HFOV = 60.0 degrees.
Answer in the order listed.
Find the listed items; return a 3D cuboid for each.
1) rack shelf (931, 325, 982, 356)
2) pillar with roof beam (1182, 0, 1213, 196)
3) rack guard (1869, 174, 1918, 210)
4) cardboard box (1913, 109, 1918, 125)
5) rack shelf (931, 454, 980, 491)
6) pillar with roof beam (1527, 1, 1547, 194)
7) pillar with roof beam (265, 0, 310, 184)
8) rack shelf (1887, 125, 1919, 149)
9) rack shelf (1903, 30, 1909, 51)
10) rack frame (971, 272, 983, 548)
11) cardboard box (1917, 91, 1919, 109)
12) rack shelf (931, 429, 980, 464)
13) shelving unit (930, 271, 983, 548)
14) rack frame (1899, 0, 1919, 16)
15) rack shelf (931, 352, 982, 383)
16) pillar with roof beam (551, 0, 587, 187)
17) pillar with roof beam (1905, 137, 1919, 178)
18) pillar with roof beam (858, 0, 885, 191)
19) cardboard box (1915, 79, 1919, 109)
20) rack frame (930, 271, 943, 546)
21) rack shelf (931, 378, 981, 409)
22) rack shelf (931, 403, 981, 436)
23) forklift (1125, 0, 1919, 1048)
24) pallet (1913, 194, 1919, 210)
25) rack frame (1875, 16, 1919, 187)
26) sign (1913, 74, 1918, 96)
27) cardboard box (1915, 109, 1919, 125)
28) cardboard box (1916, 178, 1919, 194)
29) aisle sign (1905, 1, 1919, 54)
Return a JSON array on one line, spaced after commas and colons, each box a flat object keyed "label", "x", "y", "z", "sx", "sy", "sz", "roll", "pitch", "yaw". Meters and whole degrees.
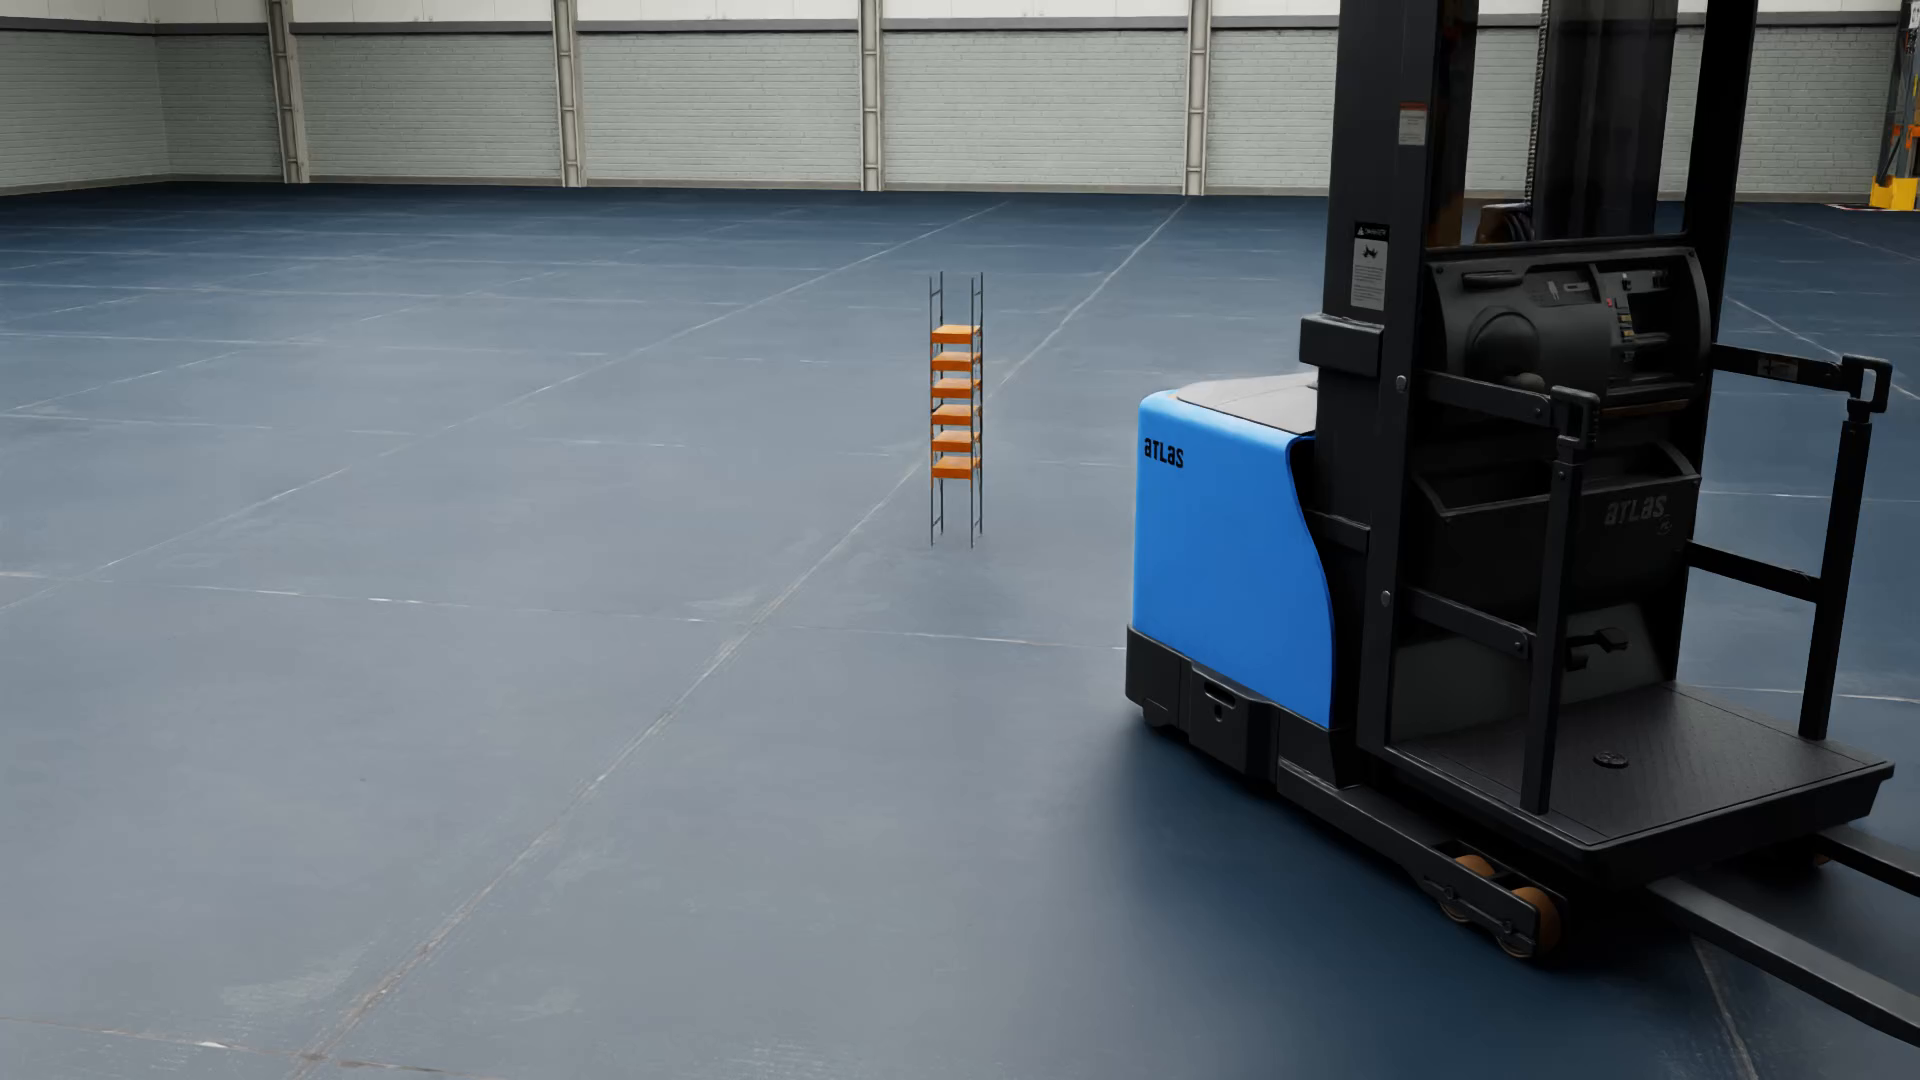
[{"label": "rack shelf", "x": -0.014, "y": -0.883, "z": 7.321, "sx": 0.180, "sy": 0.103, "sz": 0.258, "roll": 3, "pitch": 16, "yaw": 11}, {"label": "pillar with roof beam", "x": 3.382, "y": -9.475, "z": 24.912, "sx": 0.400, "sy": 9.000, "sz": 9.100, "roll": 3, "pitch": 16, "yaw": 11}, {"label": "rack guard", "x": 15.215, "y": -5.674, "z": 27.110, "sx": 0.348, "sy": 0.500, "sz": 1.175, "roll": 3, "pitch": 16, "yaw": 11}, {"label": "cardboard box", "x": 15.637, "y": -6.846, "z": 26.902, "sx": 0.500, "sy": 0.250, "sz": 0.500, "roll": 3, "pitch": 16, "yaw": 12}, {"label": "rack shelf", "x": -0.014, "y": -0.305, "z": 7.482, "sx": 0.180, "sy": 0.103, "sz": 0.258, "roll": 3, "pitch": 16, "yaw": 11}, {"label": "pillar with roof beam", "x": 9.261, "y": -9.156, "z": 23.760, "sx": 0.400, "sy": 9.000, "sz": 9.100, "roll": 3, "pitch": 16, "yaw": 11}, {"label": "pillar with roof beam", "x": -14.257, "y": -10.433, "z": 28.369, "sx": 0.400, "sy": 9.000, "sz": 9.100, "roll": 3, "pitch": 16, "yaw": 11}, {"label": "rack shelf", "x": 17.100, "y": -6.430, "z": 26.503, "sx": 4.000, "sy": 0.370, "sz": 1.077, "roll": 3, "pitch": 16, "yaw": 11}, {"label": "rack shelf", "x": 17.100, "y": -7.875, "z": 26.103, "sx": 4.000, "sy": 0.370, "sz": 1.077, "roll": 3, "pitch": 16, "yaw": 11}, {"label": "rack frame", "x": 0.075, "y": -0.574, "z": 7.388, "sx": 0.006, "sy": 1.200, "sz": 0.240, "roll": 3, "pitch": 16, "yaw": 11}, {"label": "cardboard box", "x": 15.548, "y": -7.078, "z": 26.333, "sx": 0.500, "sy": 0.500, "sz": 0.500, "roll": 3, "pitch": 16, "yaw": 11}, {"label": "rack shelf", "x": -0.014, "y": -0.421, "z": 7.450, "sx": 0.180, "sy": 0.103, "sz": 0.258, "roll": 3, "pitch": 16, "yaw": 11}, {"label": "shelving unit", "x": -0.014, "y": -0.579, "z": 7.406, "sx": 0.189, "sy": 1.200, "sz": 0.258, "roll": 3, "pitch": 16, "yaw": 11}, {"label": "rack frame", "x": 15.140, "y": -9.774, "z": 25.991, "sx": 0.127, "sy": 3.000, "sz": 1.000, "roll": 3, "pitch": 16, "yaw": 11}, {"label": "rack shelf", "x": -0.014, "y": -0.767, "z": 7.353, "sx": 0.180, "sy": 0.103, "sz": 0.258, "roll": 3, "pitch": 16, "yaw": 11}, {"label": "pillar with roof beam", "x": -8.378, "y": -10.114, "z": 27.216, "sx": 0.400, "sy": 9.000, "sz": 9.100, "roll": 3, "pitch": 16, "yaw": 11}, {"label": "pillar with roof beam", "x": 15.141, "y": -8.837, "z": 22.607, "sx": 0.400, "sy": 9.000, "sz": 9.100, "roll": 3, "pitch": 16, "yaw": 11}, {"label": "pillar with roof beam", "x": -2.498, "y": -9.794, "z": 26.064, "sx": 0.400, "sy": 9.000, "sz": 9.100, "roll": 3, "pitch": 16, "yaw": 11}, {"label": "cardboard box", "x": 15.645, "y": -7.212, "z": 26.819, "sx": 0.500, "sy": 0.500, "sz": 0.500, "roll": 3, "pitch": 16, "yaw": 10}, {"label": "rack frame", "x": -0.104, "y": -0.584, "z": 7.423, "sx": 0.006, "sy": 1.200, "sz": 0.240, "roll": 3, "pitch": 16, "yaw": 11}, {"label": "rack shelf", "x": -0.014, "y": -0.652, "z": 7.385, "sx": 0.180, "sy": 0.103, "sz": 0.258, "roll": 3, "pitch": 16, "yaw": 11}, {"label": "rack shelf", "x": -0.014, "y": -0.536, "z": 7.418, "sx": 0.180, "sy": 0.103, "sz": 0.258, "roll": 3, "pitch": 16, "yaw": 11}, {"label": "forklift", "x": 1.667, "y": -0.552, "z": 4.064, "sx": 1.130, "sy": 2.935, "sz": 3.031, "roll": -8, "pitch": 17, "yaw": -26}, {"label": "pallet", "x": 16.004, "y": -5.482, "z": 26.960, "sx": 1.213, "sy": 0.211, "sz": 1.003, "roll": 3, "pitch": 16, "yaw": 11}, {"label": "rack frame", "x": 15.140, "y": -6.883, "z": 26.791, "sx": 0.127, "sy": 3.000, "sz": 1.000, "roll": 3, "pitch": 16, "yaw": 11}, {"label": "sign", "x": 15.033, "y": -7.158, "z": 26.163, "sx": 0.005, "sy": 0.325, "sz": 0.100, "roll": 3, "pitch": 16, "yaw": 11}, {"label": "cardboard box", "x": 15.555, "y": -6.711, "z": 26.415, "sx": 0.500, "sy": 0.250, "sz": 0.500, "roll": 3, "pitch": 16, "yaw": 9}, {"label": "cardboard box", "x": 15.801, "y": -5.739, "z": 26.874, "sx": 0.500, "sy": 0.311, "sz": 0.500, "roll": 1, "pitch": 16, "yaw": 5}, {"label": "aisle sign", "x": 15.010, "y": -8.061, "z": 26.175, "sx": 0.004, "sy": 0.787, "sz": 0.394, "roll": 3, "pitch": 16, "yaw": 11}]
